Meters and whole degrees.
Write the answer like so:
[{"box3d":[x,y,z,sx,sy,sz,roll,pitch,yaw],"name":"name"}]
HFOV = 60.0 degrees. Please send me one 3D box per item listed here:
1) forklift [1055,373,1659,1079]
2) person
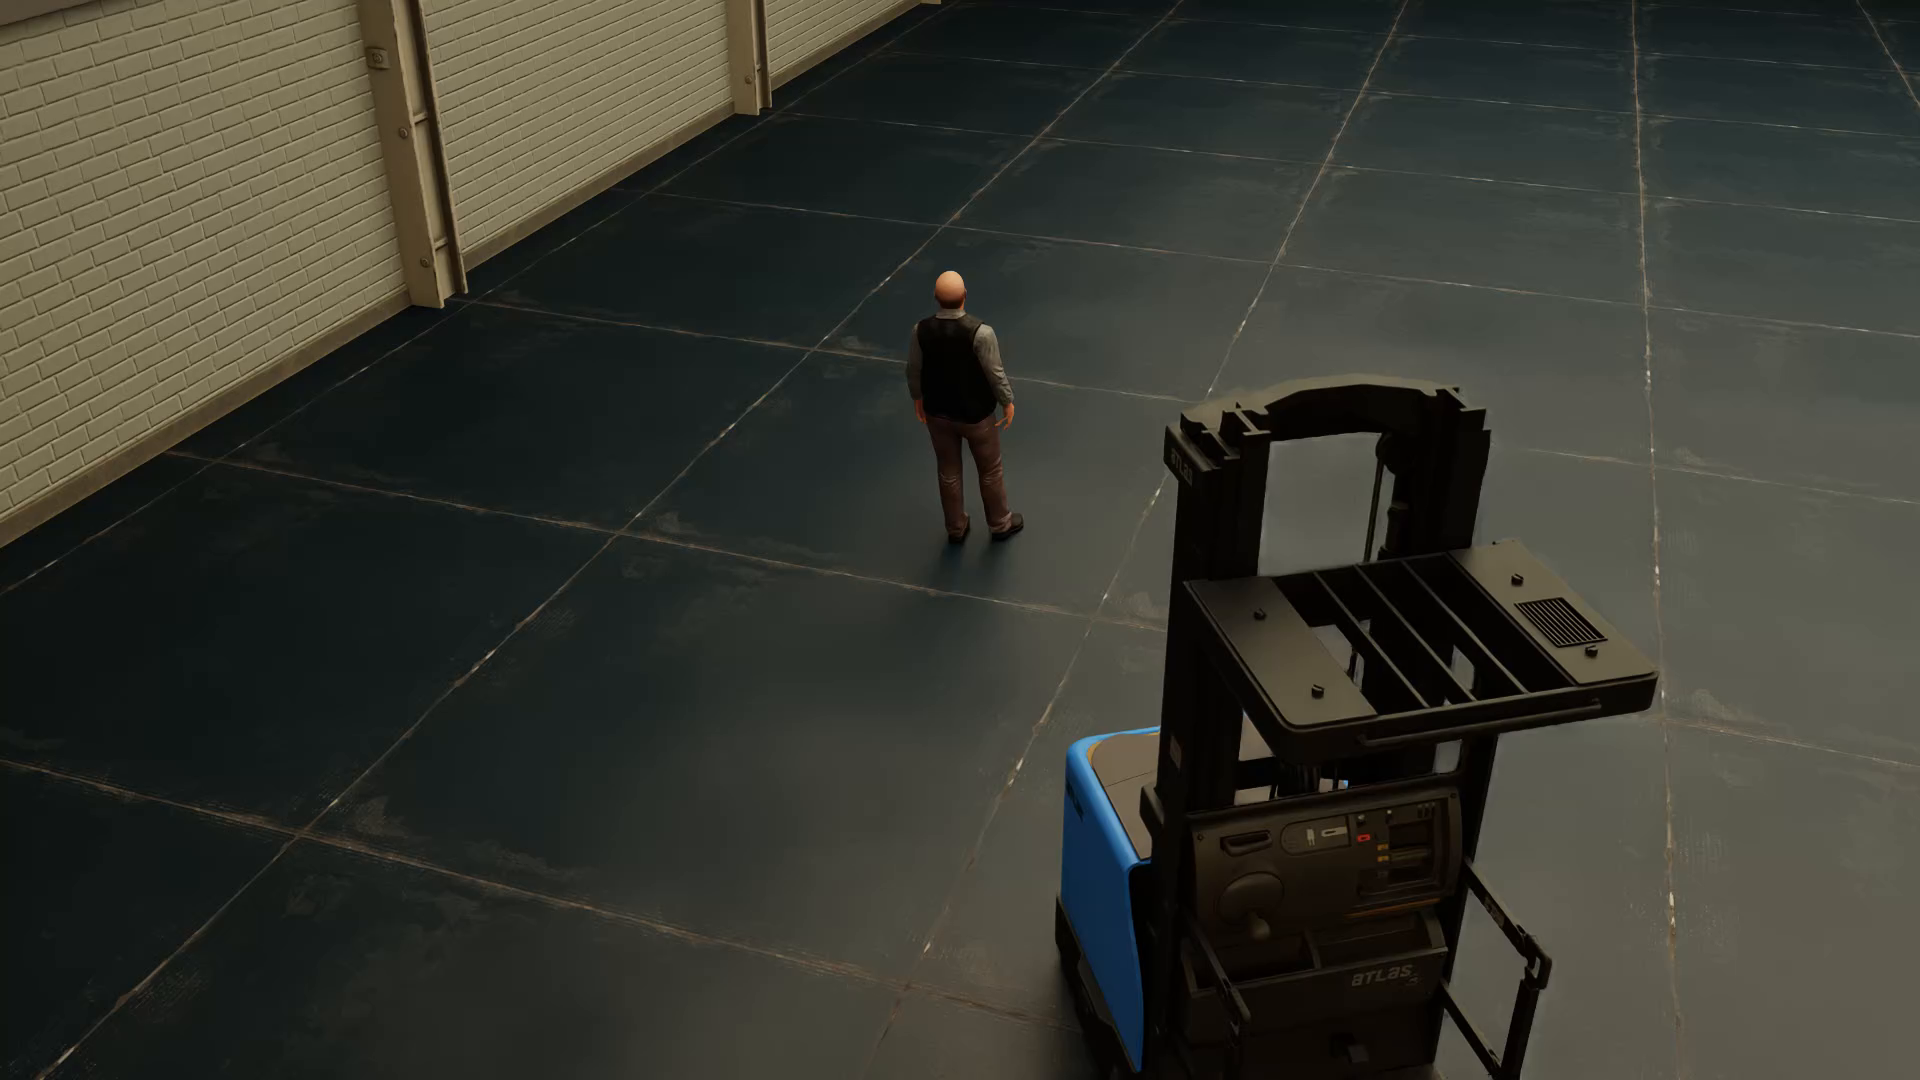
[{"box3d":[1.248,1.096,5.215,1.130,2.935,3.031,-7,30,-12],"name":"forklift"},{"box3d":[0.028,-0.782,9.715,0.632,1.720,0.568,10,31,16],"name":"person"}]
